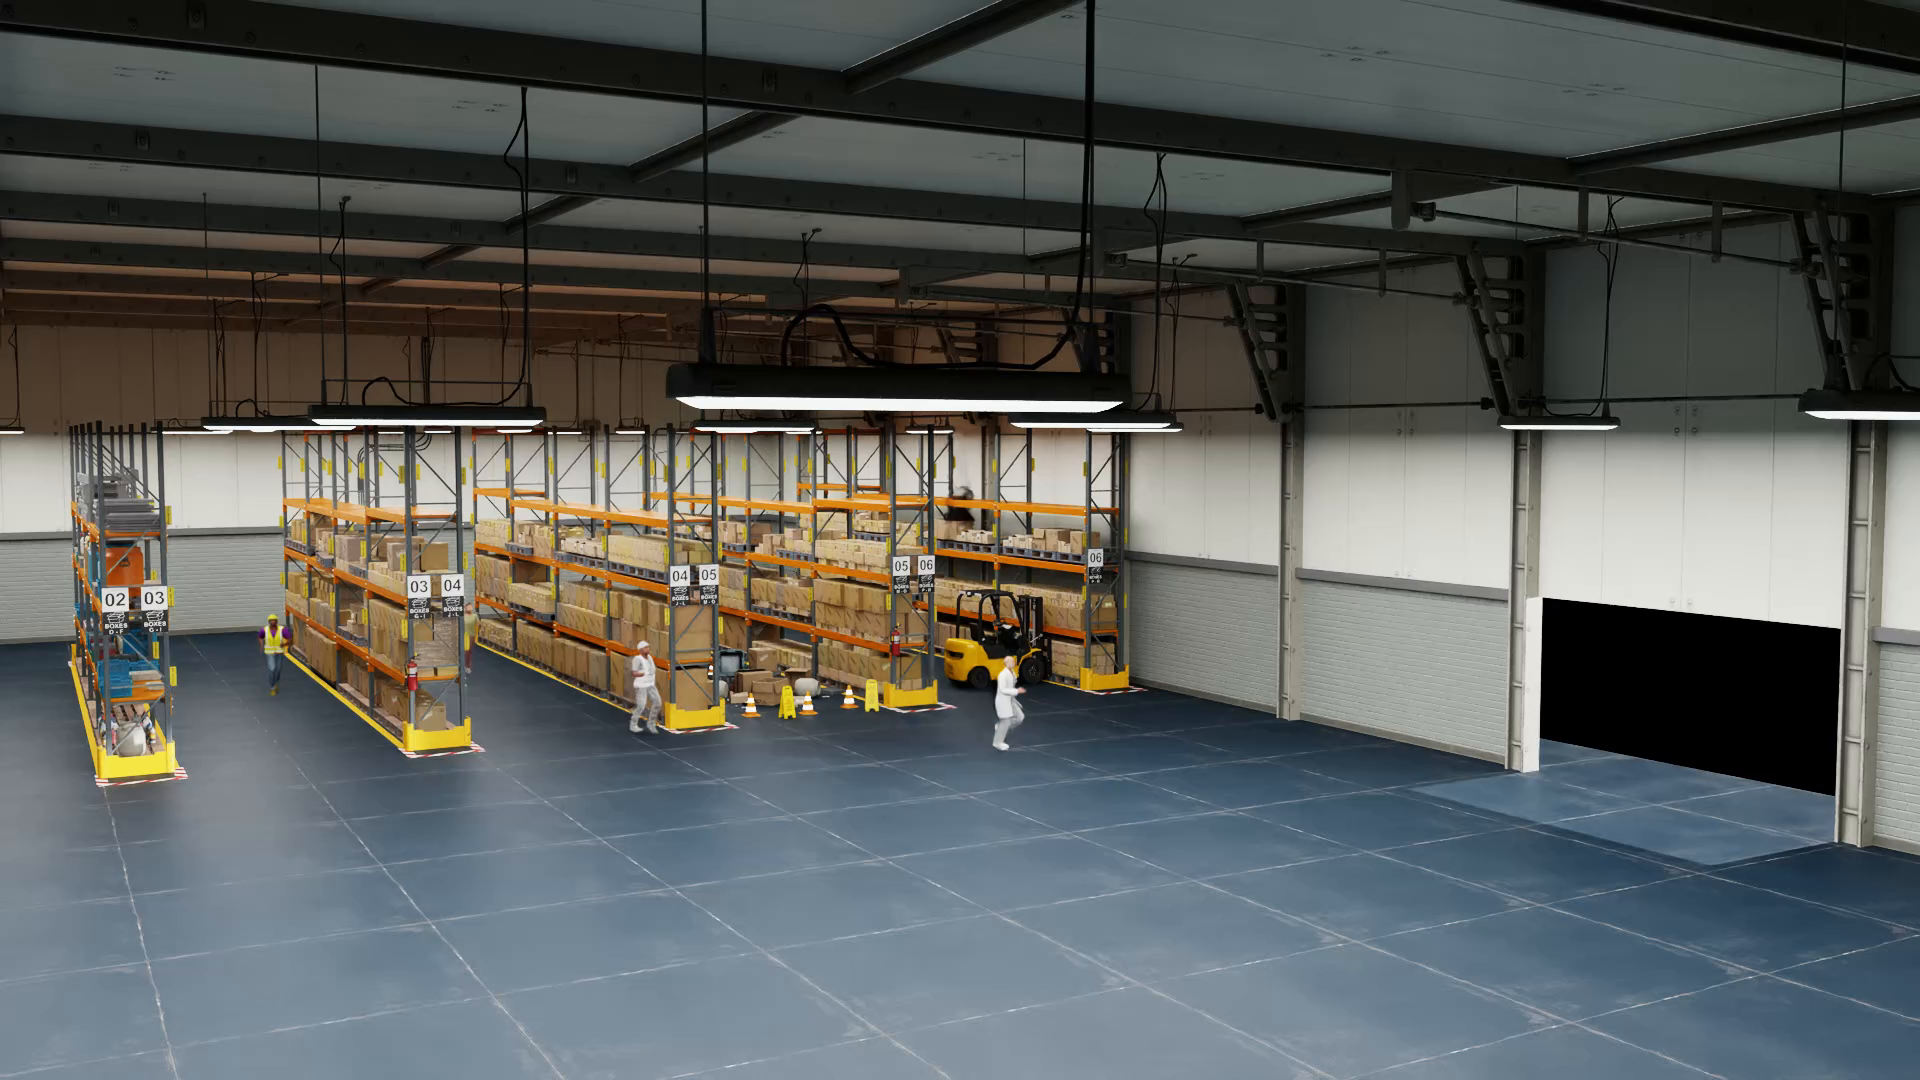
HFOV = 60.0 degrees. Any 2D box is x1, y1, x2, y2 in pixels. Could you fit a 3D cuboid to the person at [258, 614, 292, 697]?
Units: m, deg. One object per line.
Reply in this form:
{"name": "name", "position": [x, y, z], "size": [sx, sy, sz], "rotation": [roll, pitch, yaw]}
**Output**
{"name": "person", "position": [-15.252, 2.547, 37.060], "size": [0.690, 1.814, 0.832], "rotation": [-2, 4, -26]}

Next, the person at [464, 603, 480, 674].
{"name": "person", "position": [-11.996, 2.386, 40.593], "size": [0.559, 1.726, 0.737], "rotation": [-3, 5, -41]}

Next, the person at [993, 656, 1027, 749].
{"name": "person", "position": [0.905, 2.975, 30.414], "size": [0.724, 1.728, 0.761], "rotation": [2, 4, 25]}

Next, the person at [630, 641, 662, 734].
{"name": "person", "position": [-6.046, 2.845, 32.022], "size": [0.665, 1.801, 0.667], "rotation": [2, 4, 29]}
